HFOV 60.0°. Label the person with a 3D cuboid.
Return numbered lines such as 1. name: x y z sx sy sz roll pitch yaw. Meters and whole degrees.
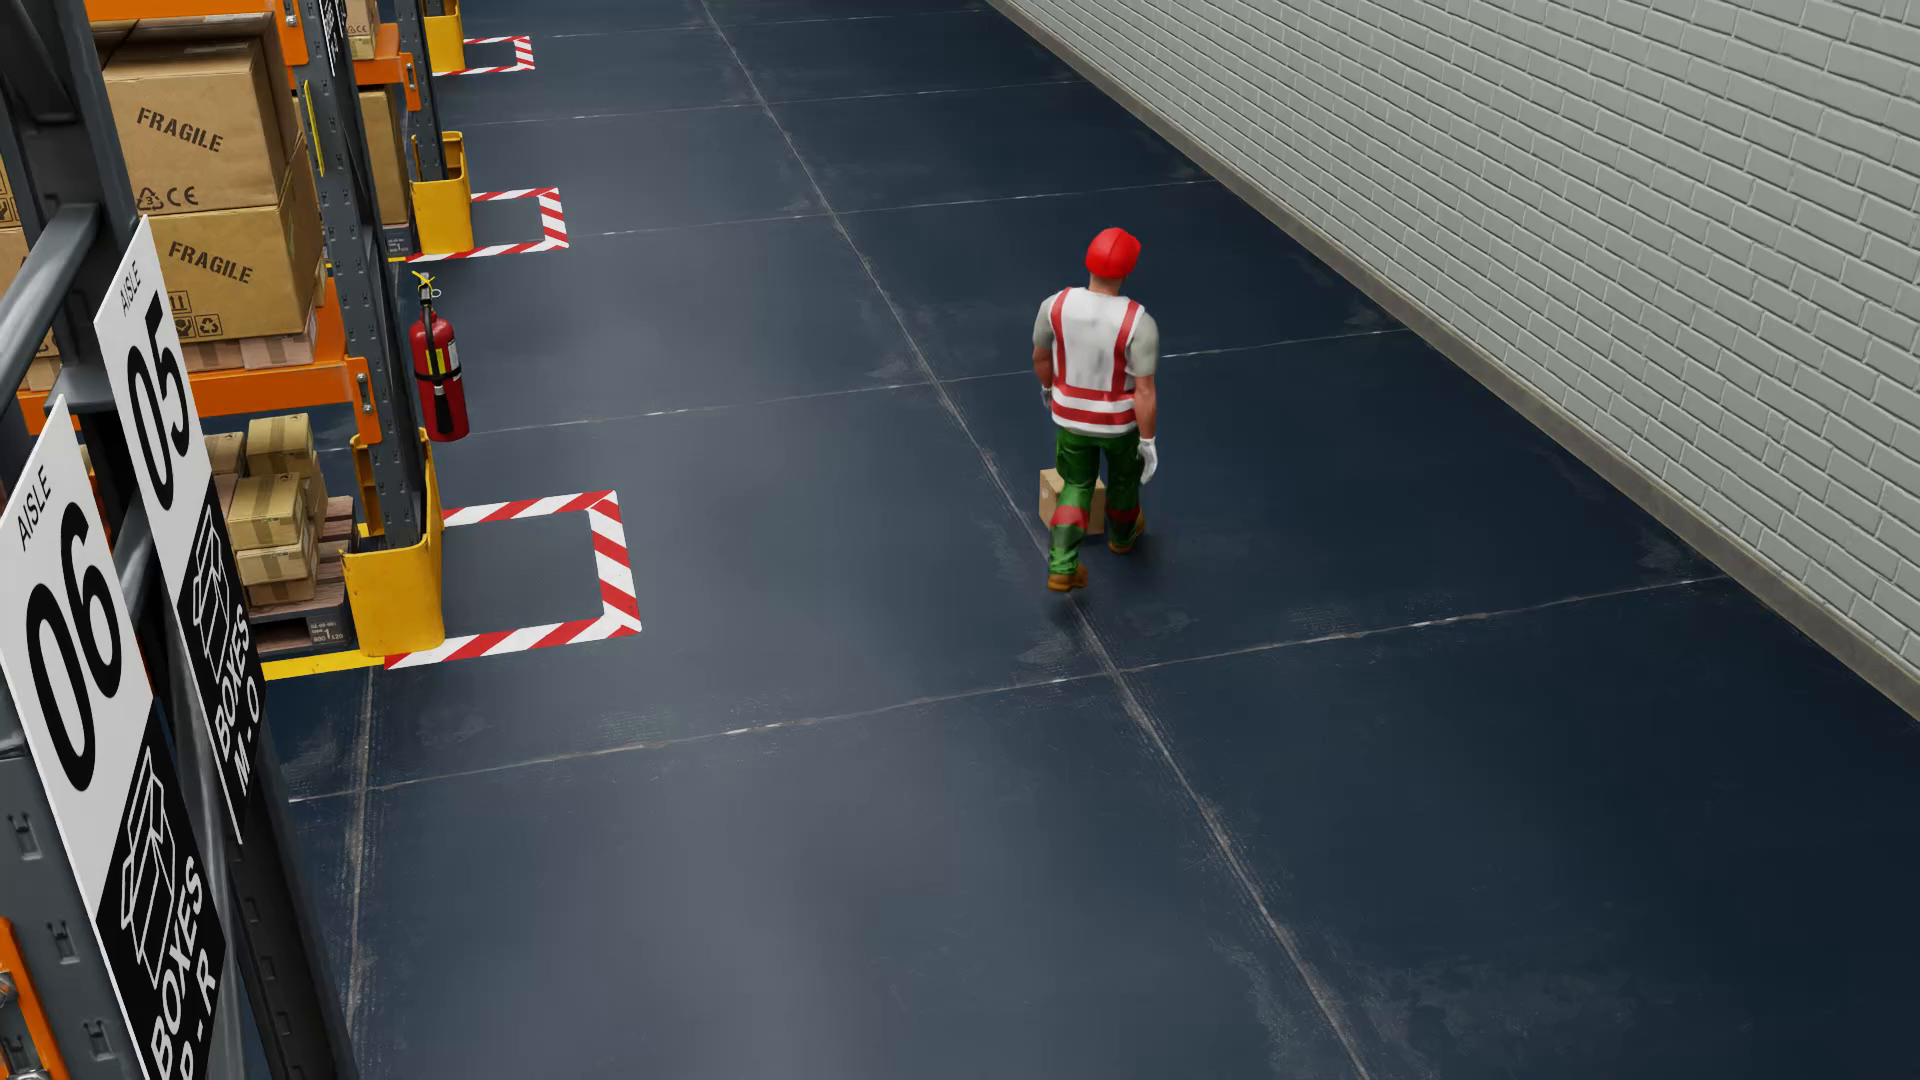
1. person: 0.632 -0.598 7.203 0.603 1.725 0.945 10 31 17
